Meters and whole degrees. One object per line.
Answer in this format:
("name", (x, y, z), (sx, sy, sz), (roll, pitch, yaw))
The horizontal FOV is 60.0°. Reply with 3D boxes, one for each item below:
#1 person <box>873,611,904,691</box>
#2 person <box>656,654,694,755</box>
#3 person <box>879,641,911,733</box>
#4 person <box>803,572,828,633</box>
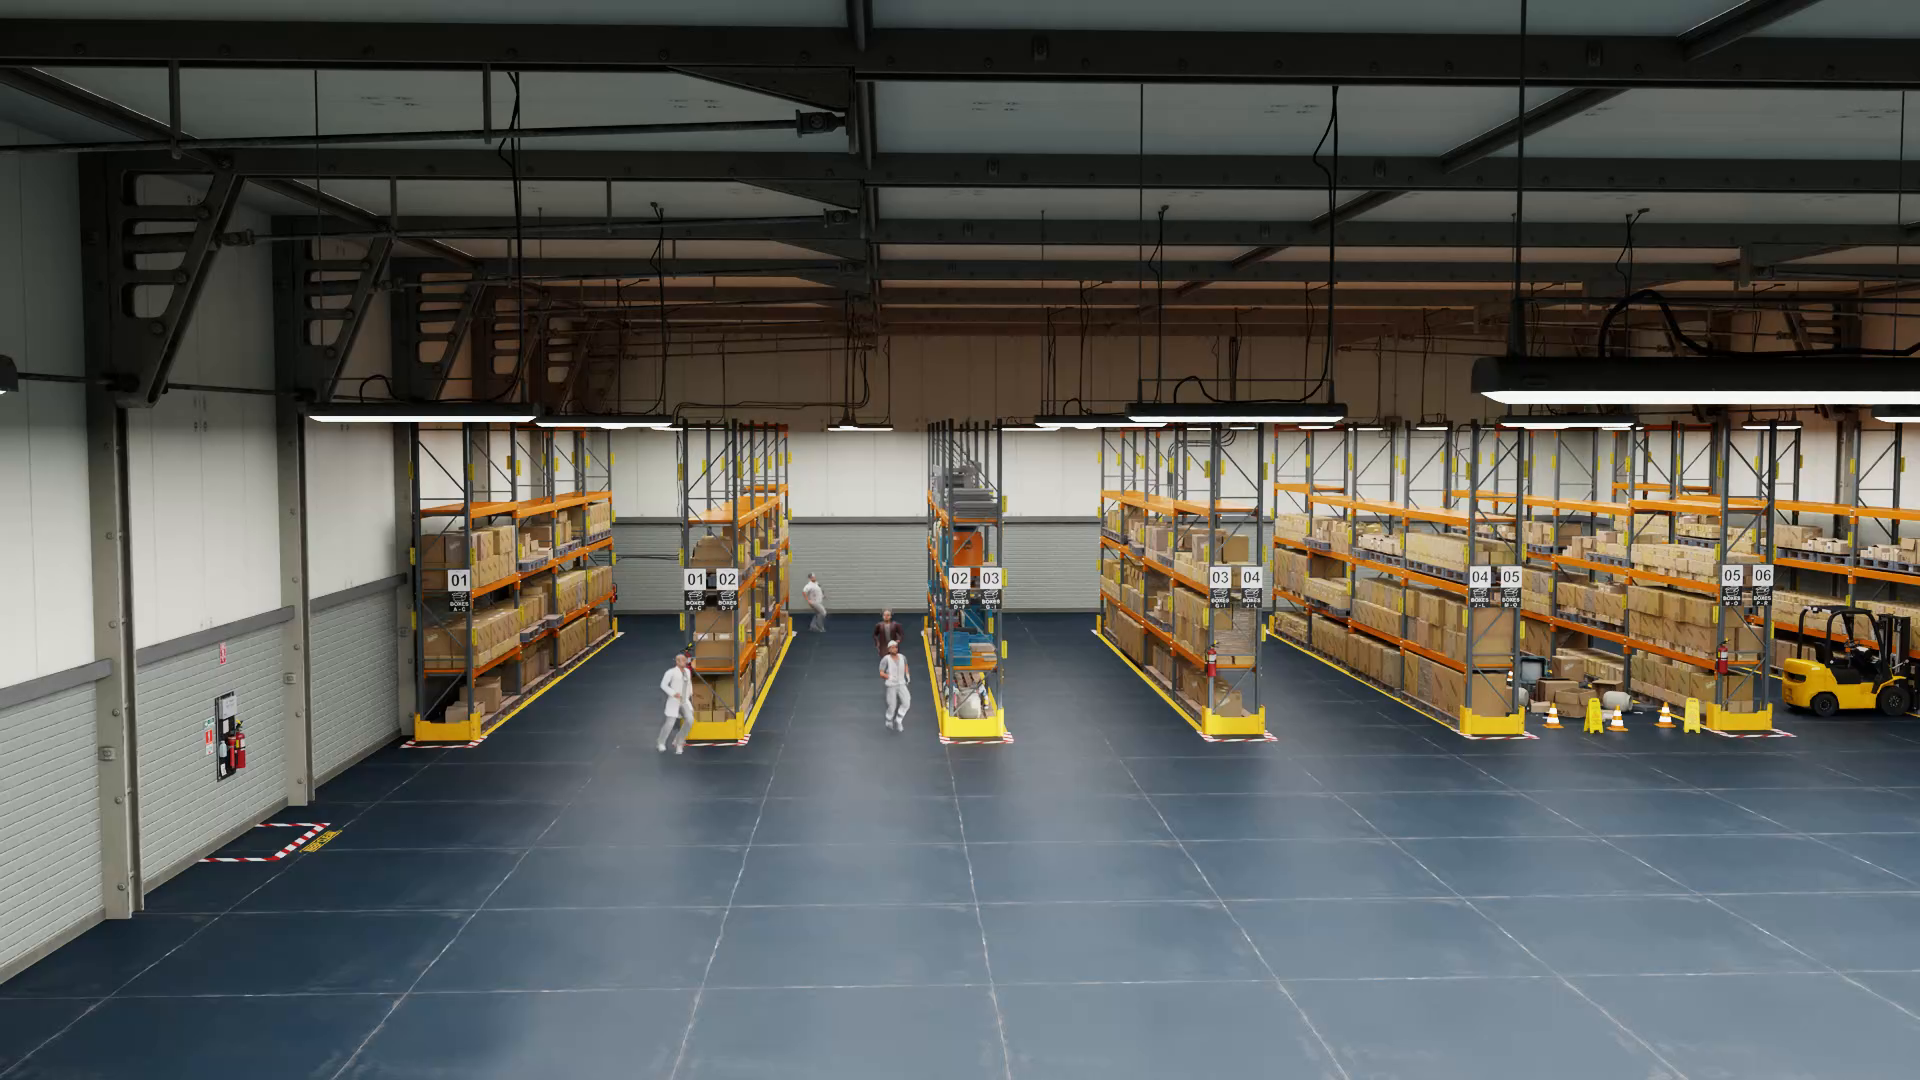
("person", (-1.610, 2.464, 37.376), (0.708, 1.764, 0.786), (0, 4, -3))
("person", (-5.058, 2.950, 29.910), (0.773, 1.788, 0.717), (-4, 5, -45))
("person", (-1.221, 2.801, 31.834), (0.667, 1.756, 0.681), (-2, 4, -24))
("person", (-4.120, 1.818, 47.876), (0.628, 1.795, 0.710), (1, 4, 17))
